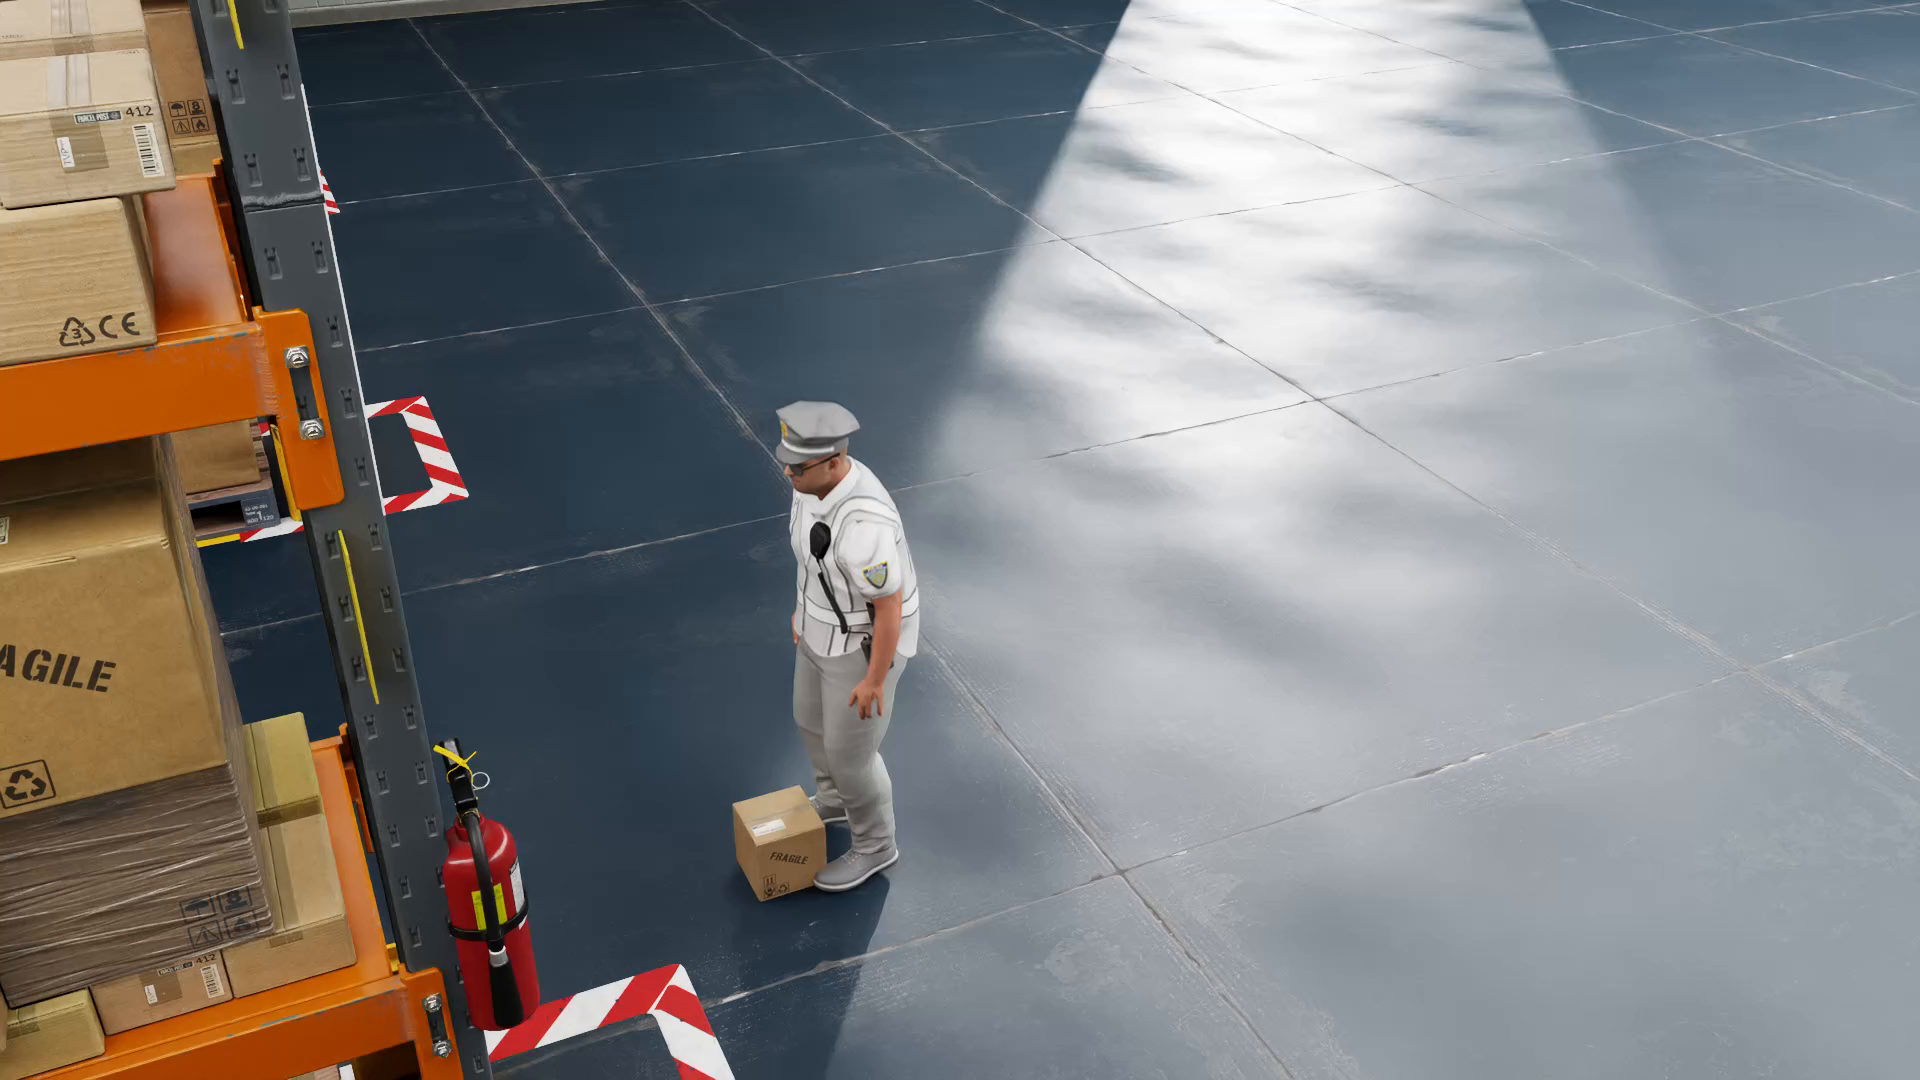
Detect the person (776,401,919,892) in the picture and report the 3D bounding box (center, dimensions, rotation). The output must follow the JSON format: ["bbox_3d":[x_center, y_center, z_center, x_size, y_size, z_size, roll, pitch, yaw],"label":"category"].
[{"bbox_3d":[-0.375,0.336,5.520,0.436,1.746,0.590,-15,32,-24],"label":"person"}]
